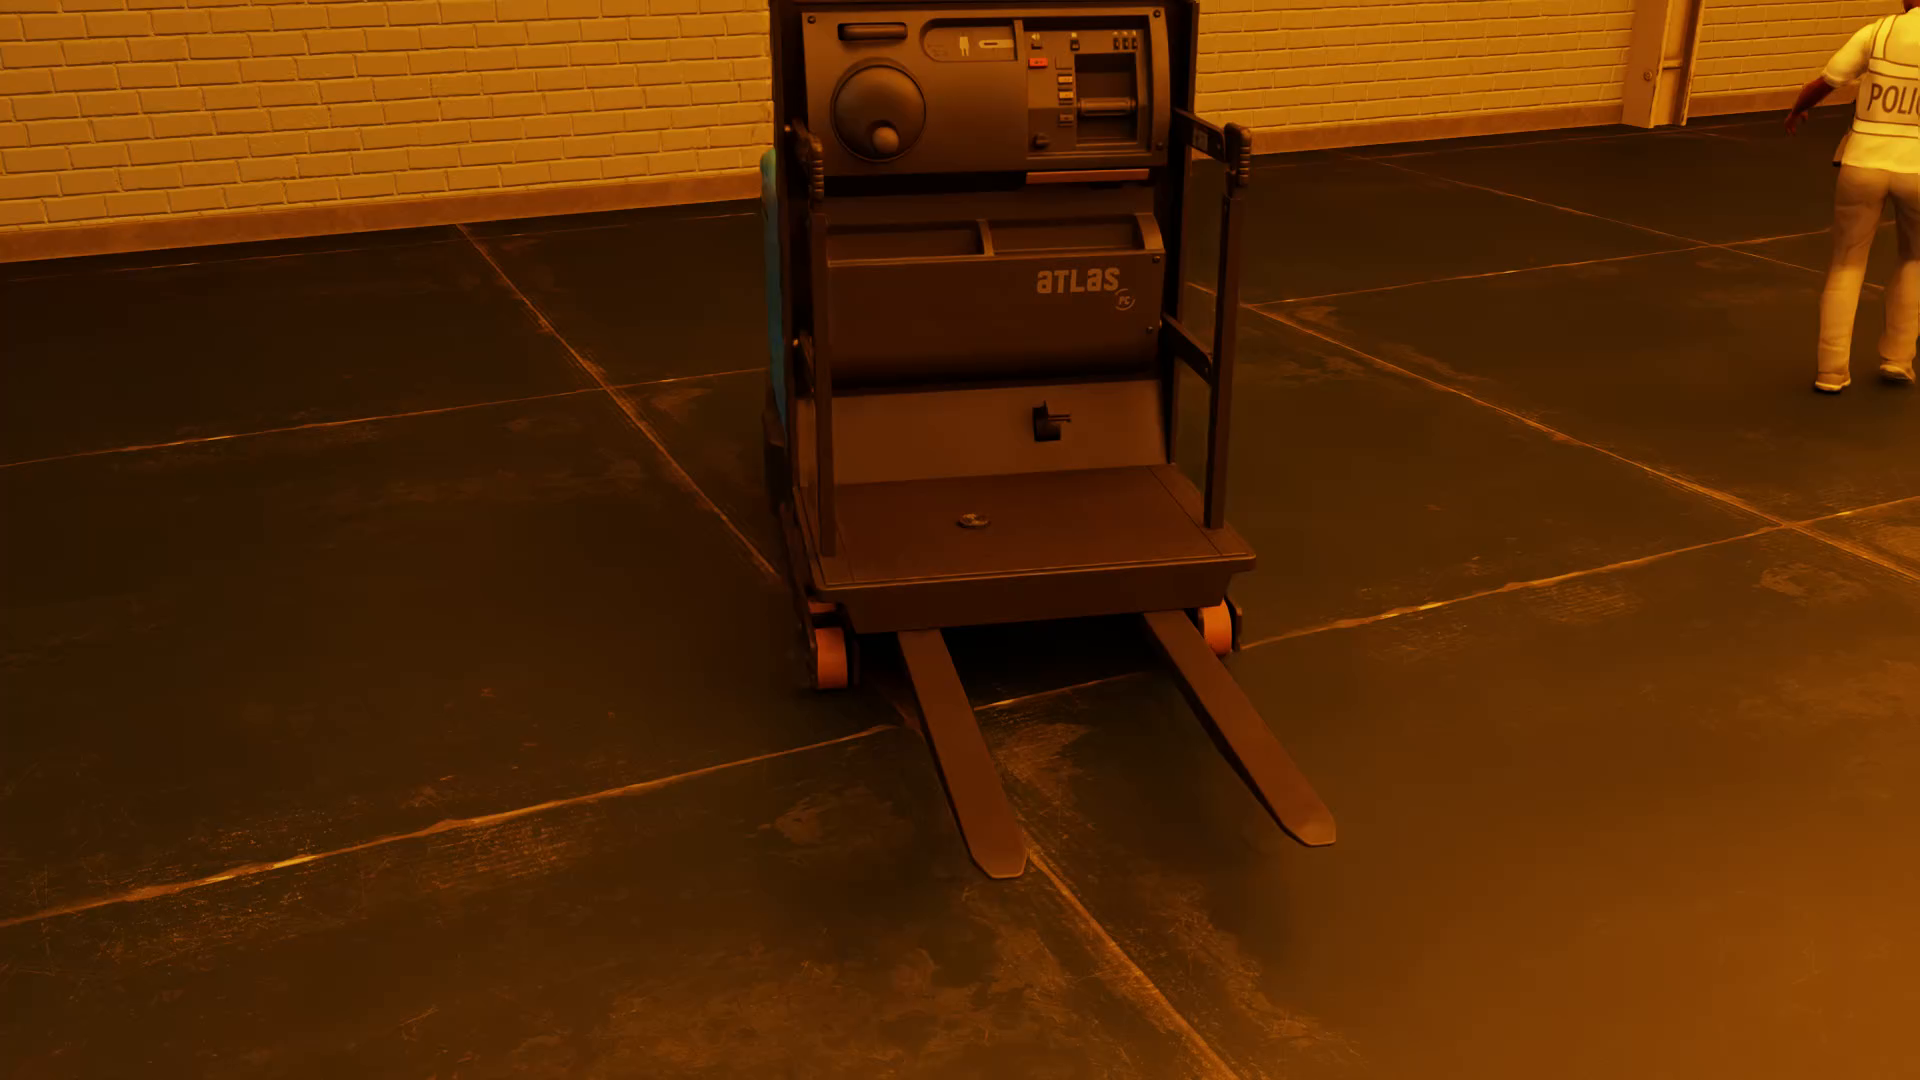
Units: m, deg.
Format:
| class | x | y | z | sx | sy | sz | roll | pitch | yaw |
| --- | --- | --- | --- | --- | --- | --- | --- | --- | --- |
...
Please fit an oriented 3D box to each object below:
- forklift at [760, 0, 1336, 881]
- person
| class | x | y | z | sx | sy | sz | roll | pitch | yaw |
| --- | --- | --- | --- | --- | --- | --- | --- | --- | --- |
| forklift | 0.112 | -1.123 | 3.990 | 1.130 | 2.935 | 3.031 | -4 | 23 | -10 |
| person | 3.577 | -1.366 | 6.340 | 0.899 | 1.691 | 0.546 | 14 | 26 | 30 |
